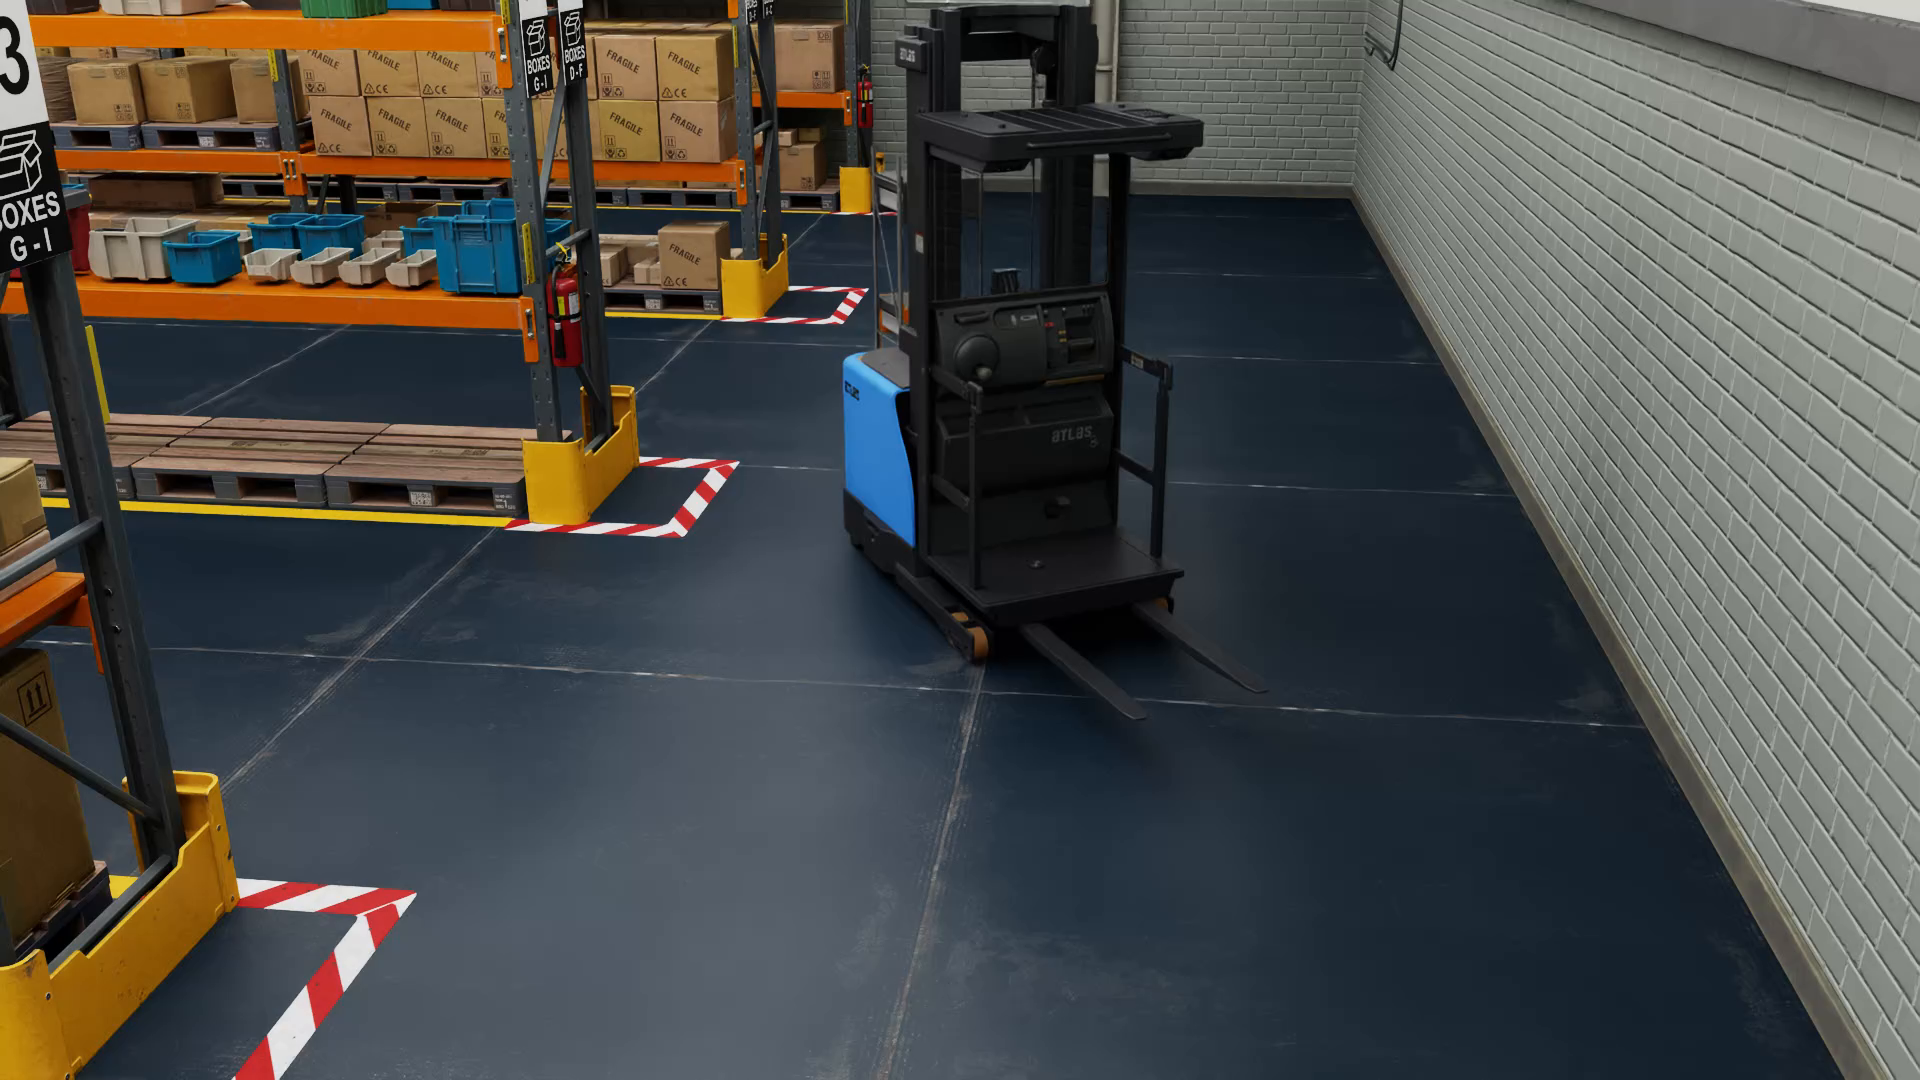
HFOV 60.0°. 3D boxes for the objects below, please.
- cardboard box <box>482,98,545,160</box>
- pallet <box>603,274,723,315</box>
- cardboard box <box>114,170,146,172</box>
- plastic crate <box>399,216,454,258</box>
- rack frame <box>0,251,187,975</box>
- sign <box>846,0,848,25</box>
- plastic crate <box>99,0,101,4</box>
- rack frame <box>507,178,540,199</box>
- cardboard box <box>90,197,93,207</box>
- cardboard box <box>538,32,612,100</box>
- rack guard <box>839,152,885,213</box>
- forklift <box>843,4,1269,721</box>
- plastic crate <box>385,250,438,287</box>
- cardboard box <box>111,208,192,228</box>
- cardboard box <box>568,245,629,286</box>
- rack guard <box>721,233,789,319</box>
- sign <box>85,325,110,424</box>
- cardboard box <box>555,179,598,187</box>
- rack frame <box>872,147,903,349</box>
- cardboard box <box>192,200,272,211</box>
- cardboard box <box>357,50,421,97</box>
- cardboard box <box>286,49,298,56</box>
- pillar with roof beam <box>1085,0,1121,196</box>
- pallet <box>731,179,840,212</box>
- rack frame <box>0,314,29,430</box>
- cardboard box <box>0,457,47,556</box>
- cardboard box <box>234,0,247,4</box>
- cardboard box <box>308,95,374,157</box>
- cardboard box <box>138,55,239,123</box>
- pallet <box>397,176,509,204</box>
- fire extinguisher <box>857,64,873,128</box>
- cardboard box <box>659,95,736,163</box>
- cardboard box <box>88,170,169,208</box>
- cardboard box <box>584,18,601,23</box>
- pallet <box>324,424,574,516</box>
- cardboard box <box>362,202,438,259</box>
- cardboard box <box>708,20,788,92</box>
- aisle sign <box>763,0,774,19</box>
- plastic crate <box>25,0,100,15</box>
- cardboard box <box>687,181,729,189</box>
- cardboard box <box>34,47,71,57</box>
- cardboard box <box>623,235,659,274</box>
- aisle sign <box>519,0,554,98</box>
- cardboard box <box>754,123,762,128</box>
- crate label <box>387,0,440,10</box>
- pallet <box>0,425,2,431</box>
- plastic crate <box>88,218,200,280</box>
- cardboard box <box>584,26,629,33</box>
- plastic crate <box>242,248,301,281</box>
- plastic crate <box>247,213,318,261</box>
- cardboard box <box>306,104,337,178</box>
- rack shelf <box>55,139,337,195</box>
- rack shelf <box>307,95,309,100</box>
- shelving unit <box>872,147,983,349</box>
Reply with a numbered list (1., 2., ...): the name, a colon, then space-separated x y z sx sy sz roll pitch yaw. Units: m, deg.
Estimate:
1. cardboard box: -3.714 -3.535 14.166 0.500 0.500 0.500 2 22 6
2. pallet: -2.593 -2.243 14.826 1.213 0.211 1.003 2 22 6
3. cardboard box: -9.812 -4.711 20.078 0.500 0.500 0.700 3 22 7
4. plastic crate: -3.173 -1.803 10.067 0.300 0.233 0.416 2 22 6
5. rack frame: -2.896 0.115 5.070 0.127 3.000 1.000 2 22 6
6. sign: -1.225 -5.762 18.037 0.005 0.325 0.100 2 22 6
7. plastic crate: -4.977 -3.223 9.791 0.466 0.136 0.293 2 22 6
8. rack frame: -5.119 -5.484 19.231 0.127 3.000 1.000 2 22 6
9. cardboard box: -8.200 -2.913 15.530 0.500 0.500 0.500 2 22 4
10. cardboard box: -3.218 -3.975 13.918 0.500 0.500 0.500 3 22 8
11. rack guard: -1.123 -4.147 19.250 0.348 0.500 1.175 2 22 6
12. forklift: 0.411 -0.962 7.887 1.130 2.935 3.031 -9 23 -23
13. plastic crate: -3.144 -1.568 9.604 0.243 0.136 0.396 2 22 6
14. cardboard box: -7.210 -2.680 14.941 0.500 0.500 0.500 3 22 7
15. cardboard box: -3.235 -2.414 14.607 0.500 0.250 0.500 2 22 6
16. rack guard: -1.802 -2.343 14.686 0.348 0.500 1.175 2 22 6
17. sign: -2.824 -0.527 5.408 0.005 0.325 0.100 2 22 6
18. cardboard box: -4.389 -4.447 19.437 0.500 0.500 0.700 3 22 7
19. rack frame: -0.405 -1.150 9.494 0.015 2.100 0.400 -9 23 -23
20. cardboard box: -6.681 -2.846 15.361 0.500 0.500 0.500 3 22 7
21. cardboard box: -4.751 -4.041 14.086 0.500 0.500 0.500 2 22 5
22. cardboard box: -7.627 -5.689 19.182 0.500 0.500 0.500 2 22 6
23. pillar with roof beam: 1.130 -6.728 14.218 0.400 9.000 9.100 2 22 6
24. pallet: -1.950 -4.020 19.321 1.213 0.211 1.003 2 22 6
25. rack frame: -6.285 -1.867 10.082 0.127 3.000 1.000 2 22 6
26. cardboard box: -3.341 -0.073 5.345 0.500 0.250 0.500 2 22 5
27. cardboard box: -8.137 -6.063 19.108 0.500 0.250 0.500 2 22 6
28. cardboard box: -5.224 -3.600 14.330 0.500 0.500 0.500 3 22 8
29. cardboard box: -6.833 -4.026 14.836 0.500 0.500 0.700 6 22 15
30. pallet: -5.894 -4.193 19.759 1.213 0.211 1.003 2 22 6
31. fire extinguisher: -1.051 -4.927 18.434 0.183 0.674 0.296 2 22 6
32. cardboard box: -2.203 -3.469 13.998 0.500 0.500 0.500 3 22 8
33. cardboard box: -7.641 -3.241 15.339 0.500 0.250 0.500 2 22 5
34. cardboard box: -4.582 -5.594 19.102 0.700 0.700 0.980 3 22 7
35. pallet: -3.127 -0.447 10.283 1.213 0.211 1.003 2 22 6
36. cardboard box: -5.099 -2.796 15.234 0.500 0.500 0.500 2 22 6
37. cardboard box: -2.378 -5.496 18.854 0.700 0.700 0.980 2 22 6
38. aisle sign: -1.624 -4.815 14.004 0.004 0.787 0.394 2 22 6
39. plastic crate: -5.084 -3.047 9.165 0.590 0.269 0.497 2 22 6
40. cardboard box: -2.850 -4.381 19.269 0.500 0.500 0.700 2 22 5
41. cardboard box: -10.799 -5.971 19.728 0.500 0.500 0.700 2 22 6
42. cardboard box: -2.729 -2.577 15.019 0.500 0.250 0.500 2 22 6
43. aisle sign: -2.276 -2.793 8.888 0.004 0.787 0.394 2 22 6
44. cardboard box: -2.458 -4.739 19.294 0.250 0.149 0.380 3 22 7
45. crate label: -3.191 -3.177 9.520 0.502 0.251 0.408 2 22 6
46. pallet: -7.046 -0.619 10.718 1.213 0.211 1.003 2 22 6
47. plastic crate: -4.790 -1.706 9.756 0.530 0.282 0.437 2 22 6
48. cardboard box: -3.152 -4.172 14.418 0.500 0.500 0.500 3 22 7
49. plastic crate: -4.006 -1.595 9.672 0.250 0.136 0.298 2 22 6
50. plastic crate: -4.125 -1.845 10.172 0.300 0.233 0.416 2 22 6
51. cardboard box: -7.507 -4.733 19.684 0.750 0.750 0.750 2 22 6
52. rack shelf: -7.684 -3.427 15.007 4.000 0.370 1.077 2 22 6
53. rack shelf: -7.105 -5.236 19.582 4.000 0.370 1.077 2 22 6
54. shelving unit: -0.183 -1.187 9.587 0.503 2.100 0.431 -9 23 -23
